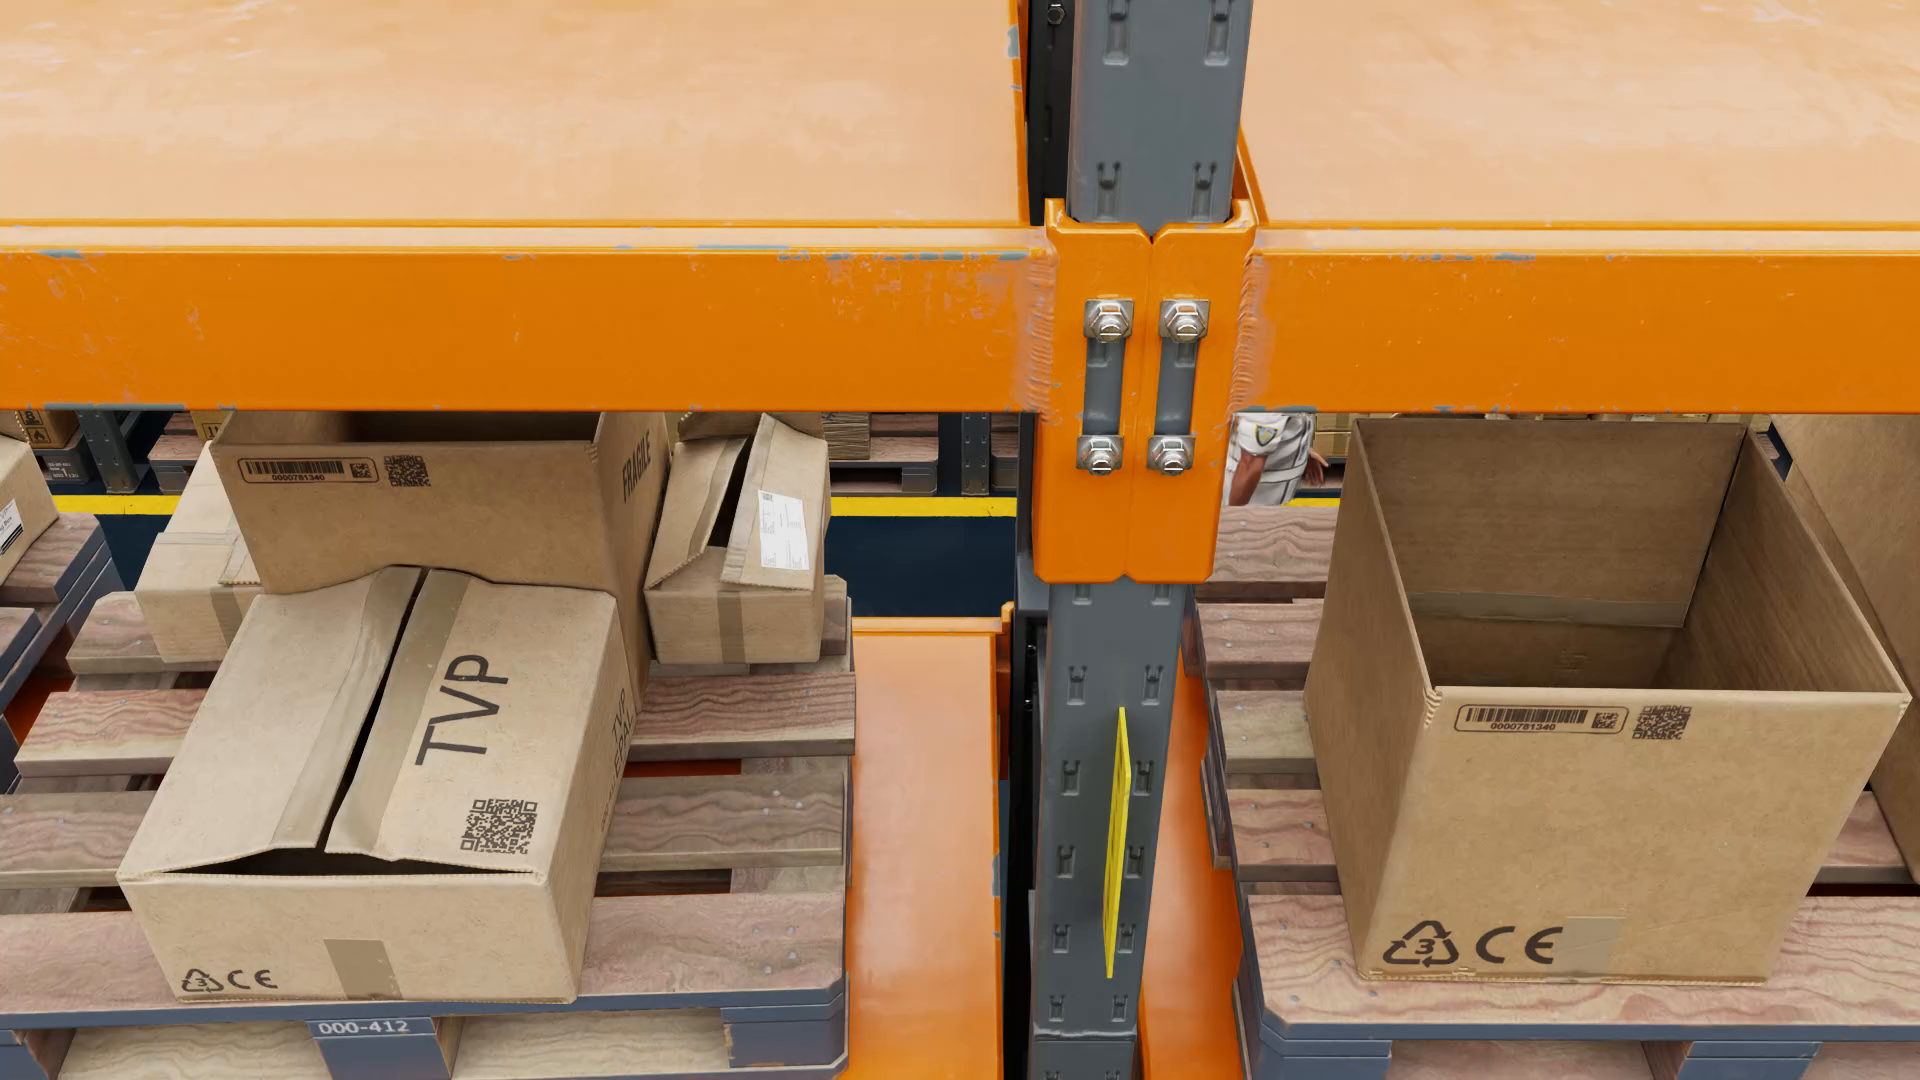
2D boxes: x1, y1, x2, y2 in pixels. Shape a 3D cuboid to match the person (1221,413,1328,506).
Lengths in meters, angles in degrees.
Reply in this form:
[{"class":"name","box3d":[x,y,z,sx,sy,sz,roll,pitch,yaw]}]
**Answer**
[{"class":"person","box3d":[1.170,-0.252,6.454,1.030,1.714,0.544,-1,39,-2]}]
